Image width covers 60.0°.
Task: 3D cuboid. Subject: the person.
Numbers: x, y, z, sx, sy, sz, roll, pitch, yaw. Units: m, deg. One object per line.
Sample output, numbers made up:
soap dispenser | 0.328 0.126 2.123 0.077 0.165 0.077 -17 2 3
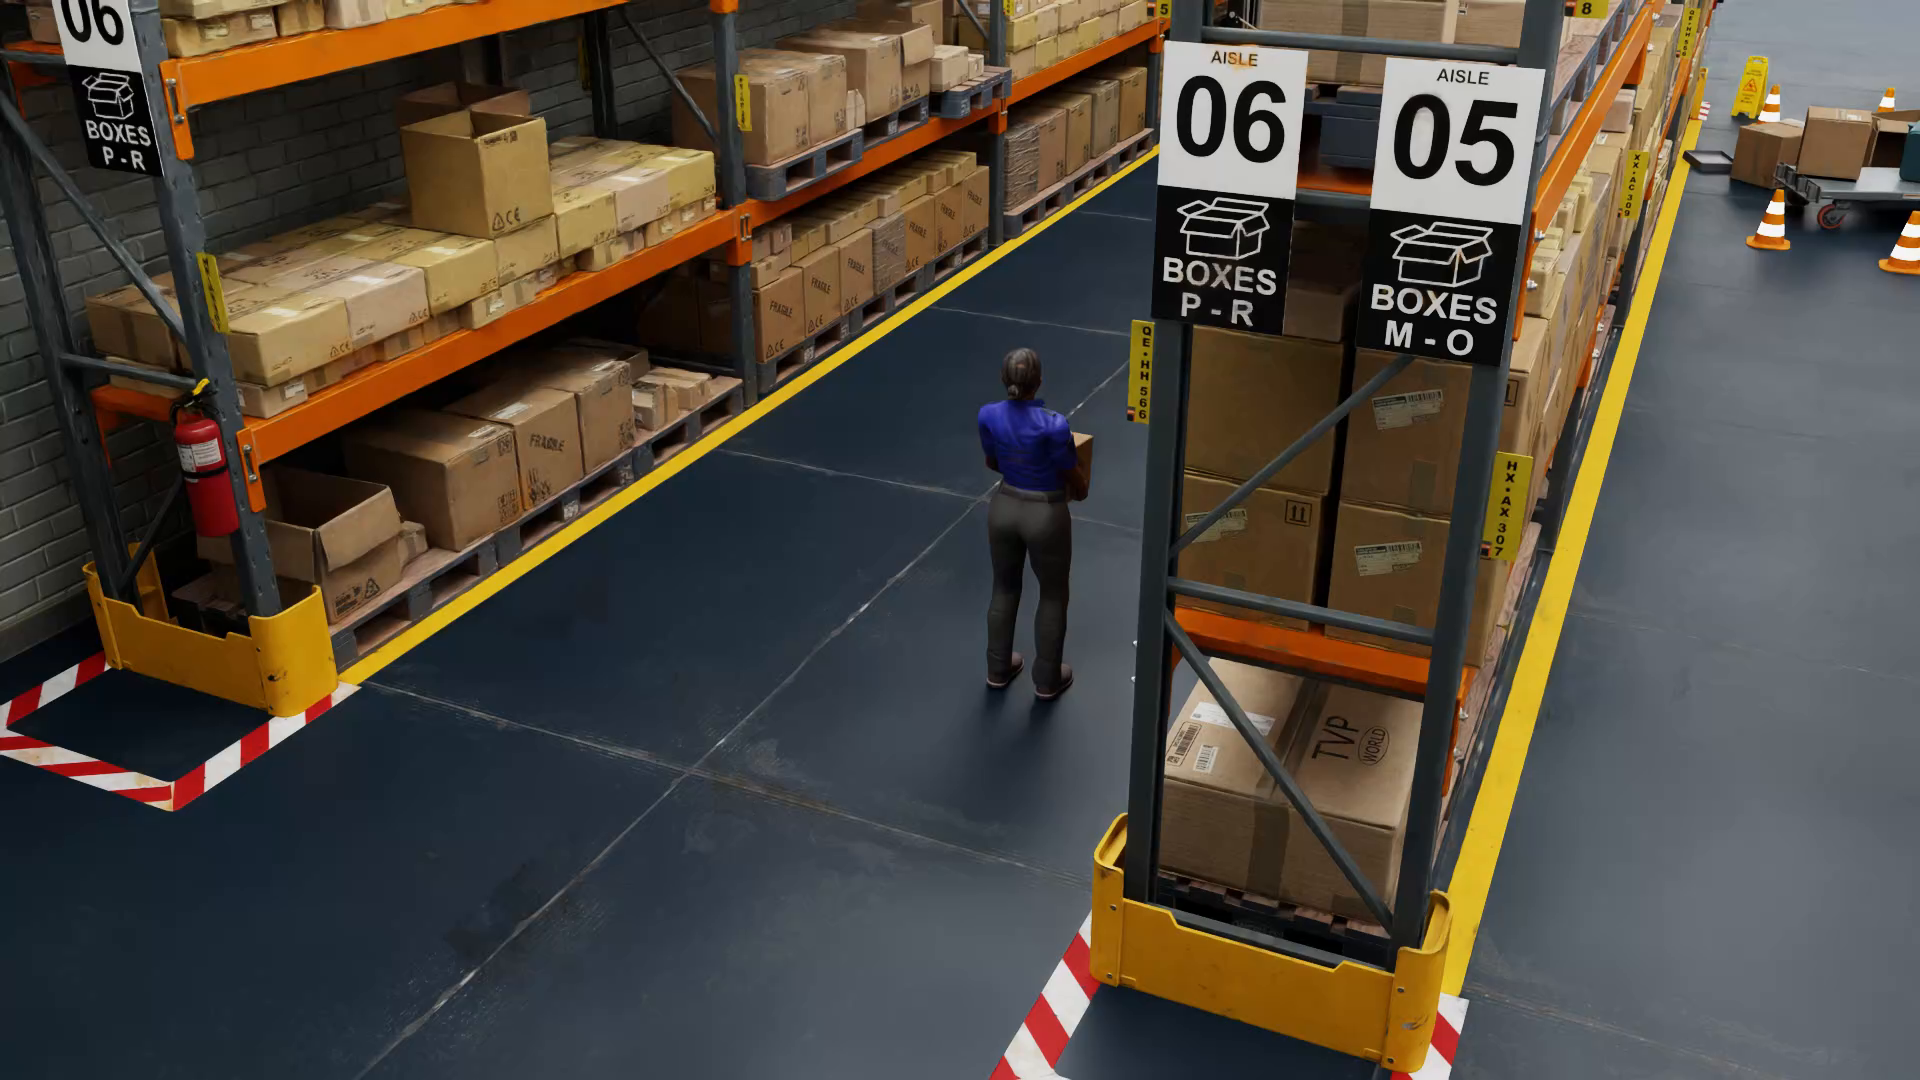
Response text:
person | 0.337 -0.107 7.347 0.450 1.646 0.517 12 29 24
